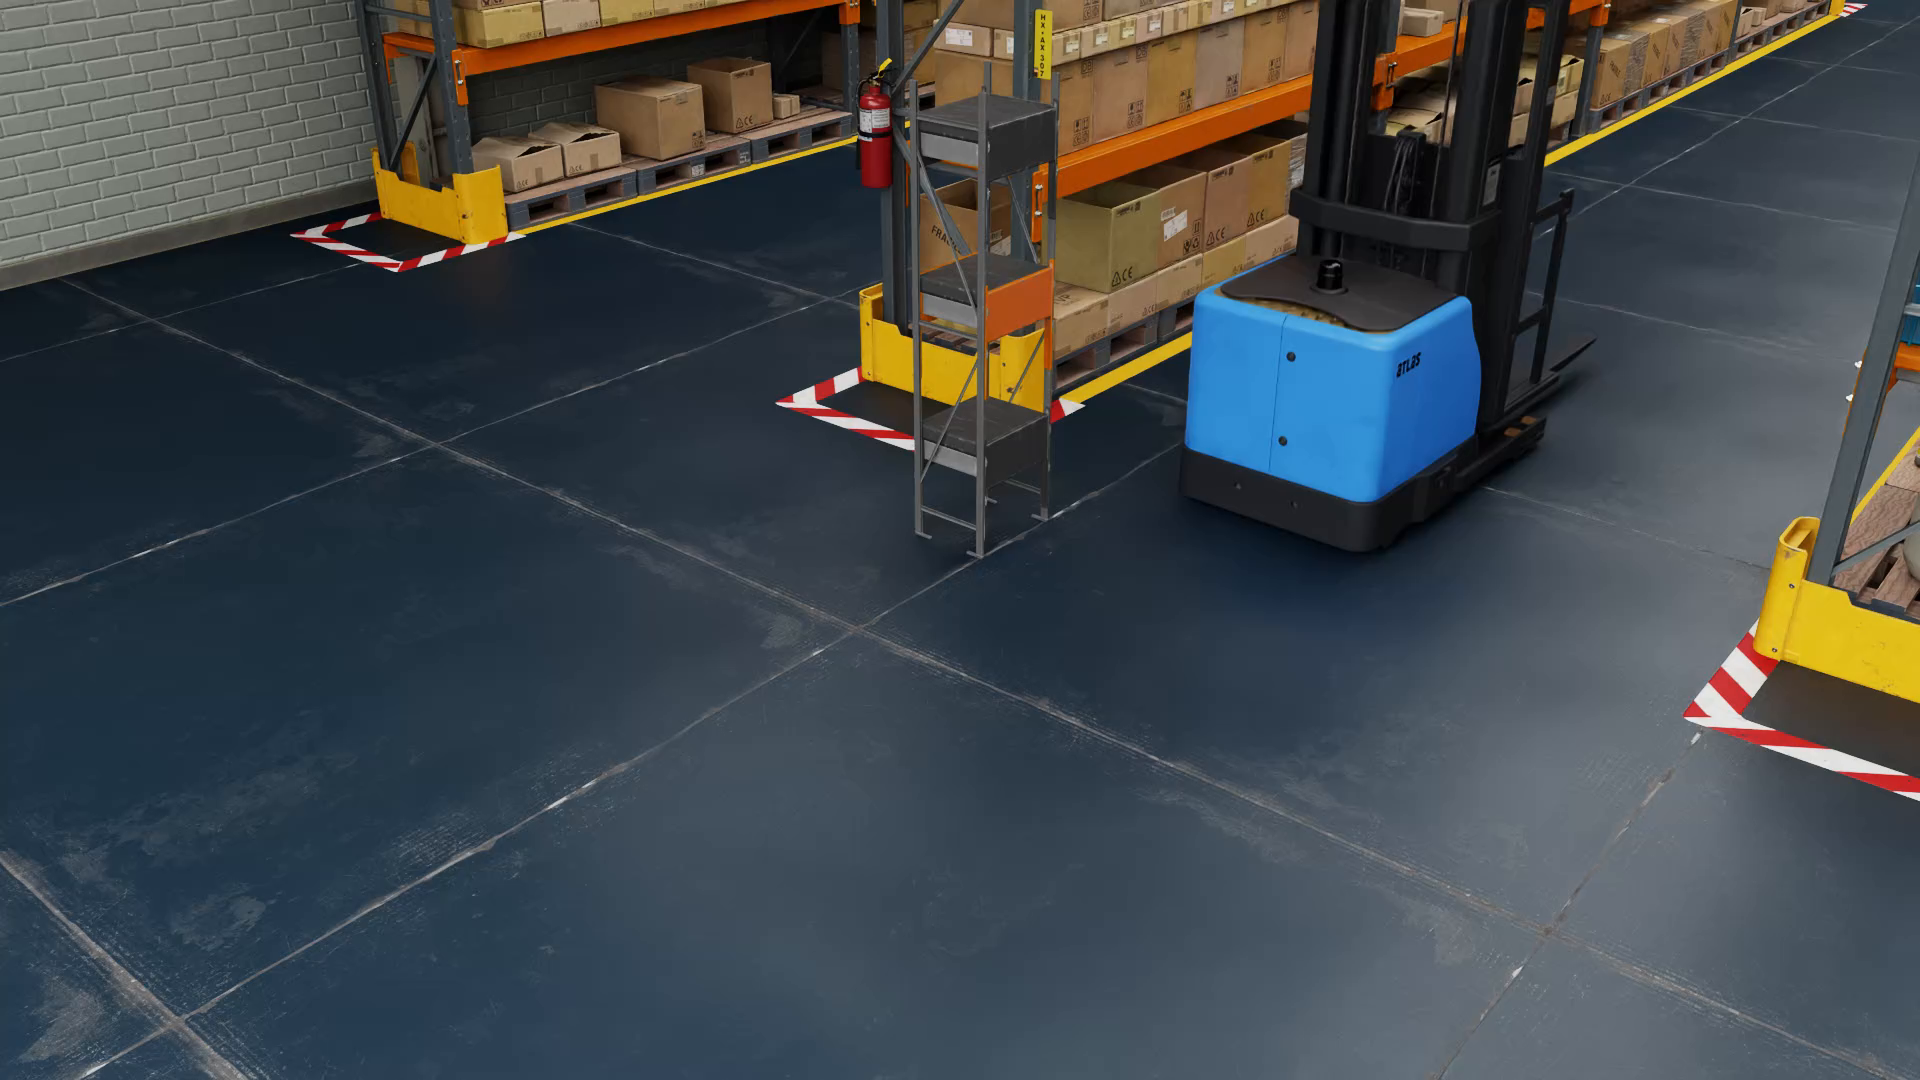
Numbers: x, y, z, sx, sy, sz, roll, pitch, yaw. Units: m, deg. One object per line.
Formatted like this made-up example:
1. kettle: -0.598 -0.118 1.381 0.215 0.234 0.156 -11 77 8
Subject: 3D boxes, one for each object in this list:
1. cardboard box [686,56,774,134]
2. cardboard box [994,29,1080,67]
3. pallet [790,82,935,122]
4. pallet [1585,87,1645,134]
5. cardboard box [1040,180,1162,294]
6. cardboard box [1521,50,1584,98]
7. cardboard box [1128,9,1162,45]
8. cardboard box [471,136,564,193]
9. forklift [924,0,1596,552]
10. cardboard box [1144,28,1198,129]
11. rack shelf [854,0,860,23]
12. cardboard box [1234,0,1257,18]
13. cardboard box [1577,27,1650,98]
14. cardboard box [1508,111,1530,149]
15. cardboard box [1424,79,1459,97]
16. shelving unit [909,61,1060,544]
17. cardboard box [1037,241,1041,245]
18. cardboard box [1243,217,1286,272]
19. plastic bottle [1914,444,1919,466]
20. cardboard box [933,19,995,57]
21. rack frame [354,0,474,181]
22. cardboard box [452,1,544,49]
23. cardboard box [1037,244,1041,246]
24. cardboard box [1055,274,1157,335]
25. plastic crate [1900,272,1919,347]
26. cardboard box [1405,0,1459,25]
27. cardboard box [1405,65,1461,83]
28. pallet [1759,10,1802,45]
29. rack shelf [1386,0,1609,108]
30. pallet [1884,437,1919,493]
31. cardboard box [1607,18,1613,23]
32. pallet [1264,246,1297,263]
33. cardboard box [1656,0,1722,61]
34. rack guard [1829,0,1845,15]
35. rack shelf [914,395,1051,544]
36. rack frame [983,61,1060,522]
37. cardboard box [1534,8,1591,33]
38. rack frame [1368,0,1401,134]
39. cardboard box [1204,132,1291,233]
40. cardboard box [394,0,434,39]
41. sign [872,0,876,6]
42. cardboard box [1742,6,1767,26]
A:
1. cardboard box: -1.927 -3.744 13.965 0.500 0.500 0.500 18 32 31
2. cardboard box: 0.399 -2.583 8.663 0.380 0.149 0.250 20 34 34
3. pallet: -0.803 -4.077 15.400 1.003 0.211 1.213 21 34 34
4. pallet: 5.576 -4.025 15.302 1.003 0.211 1.213 21 34 34
5. cardboard box: 0.813 -1.775 9.636 0.500 0.500 0.500 21 34 34
6. cardboard box: 4.929 -3.967 14.079 0.500 0.311 0.500 22 34 36
7. cardboard box: 0.887 -2.854 9.187 0.380 0.149 0.250 20 34 34
8. cardboard box: -3.332 -2.841 12.424 0.500 0.311 0.500 17 32 29
9. forklift: 1.825 -1.769 7.981 1.782 2.935 4.045 22 34 35
10. cardboard box: 0.941 -2.742 9.677 0.700 0.500 0.500 21 34 35
11. rack shelf: -0.025 -5.428 15.761 1.077 0.370 4.000 21 34 34
12. cardboard box: 1.544 -3.221 9.897 0.380 0.149 0.250 22 35 36
13. cardboard box: 5.911 -4.361 15.156 0.500 0.500 0.500 19 33 33
14. cardboard box: 4.278 -3.357 13.509 0.500 0.250 0.500 22 34 36
15. cardboard box: 3.960 -3.426 13.032 0.500 0.311 0.500 22 34 36
16. shelving unit: 0.107 -0.992 7.383 0.431 2.100 0.499 21 34 34
17. cardboard box: 0.720 -2.108 10.280 0.500 0.500 0.500 21 34 34
18. cardboard box: 1.769 -1.973 10.835 0.500 0.250 0.500 21 34 34
19. plastic bottle: 4.633 -0.457 7.935 0.097 0.201 0.097 0 27 0
20. cardboard box: 0.079 -2.698 8.885 0.380 0.149 0.250 20 33 34
21. rack frame: -3.841 -3.620 11.484 1.000 3.000 0.127 21 34 34
22. cardboard box: -3.286 -3.643 11.669 0.500 0.250 0.500 20 33 33
23. cardboard box: 0.722 -1.774 10.451 0.500 0.250 0.500 21 34 34
24. cardboard box: 0.811 -1.443 9.810 0.500 0.250 0.500 21 34 34
25. plastic crate: 3.891 -0.924 6.433 0.499 0.251 0.616 21 34 34
26. cardboard box: 3.364 -4.091 12.284 0.500 0.500 0.500 24 36 38
27. cardboard box: 3.858 -3.756 13.671 0.500 0.311 0.500 20 33 33
28. pallet: 8.829 -5.868 18.863 1.003 0.211 1.213 21 34 34
29. rack shelf: 3.800 -3.982 12.965 1.077 0.370 4.000 21 34 34
30. pallet: 5.112 -0.244 7.992 1.003 0.211 1.213 21 34 34
31. cardboard box: 5.815 -4.679 15.772 0.500 0.500 0.500 19 33 33
32. pallet: 1.989 -2.084 11.548 1.003 0.211 1.213 21 34 34
33. cardboard box: 7.202 -5.082 16.551 0.500 0.500 0.500 21 34 35
34. rack guard: 10.112 -6.710 20.176 1.175 0.500 0.348 21 34 34
35. rack shelf: 0.105 -0.357 7.709 0.431 0.518 0.480 21 34 34
36. rack frame: 0.261 -1.078 7.548 0.400 2.100 0.015 21 34 34
37. cardboard box: 5.518 -4.850 15.286 0.500 0.250 0.500 22 35 36
38. rack frame: 2.528 -3.592 11.429 1.000 3.000 0.127 21 34 34
39. cardboard box: 1.759 -2.310 10.670 0.500 0.500 0.500 21 34 34
40. cardboard box: -3.694 -3.785 11.944 0.500 0.250 0.500 21 34 35
41. sign: -0.427 -2.957 8.683 0.100 0.325 0.005 21 34 34
42. cardboard box: 8.593 -5.761 18.226 0.380 0.166 0.250 21 34 34
